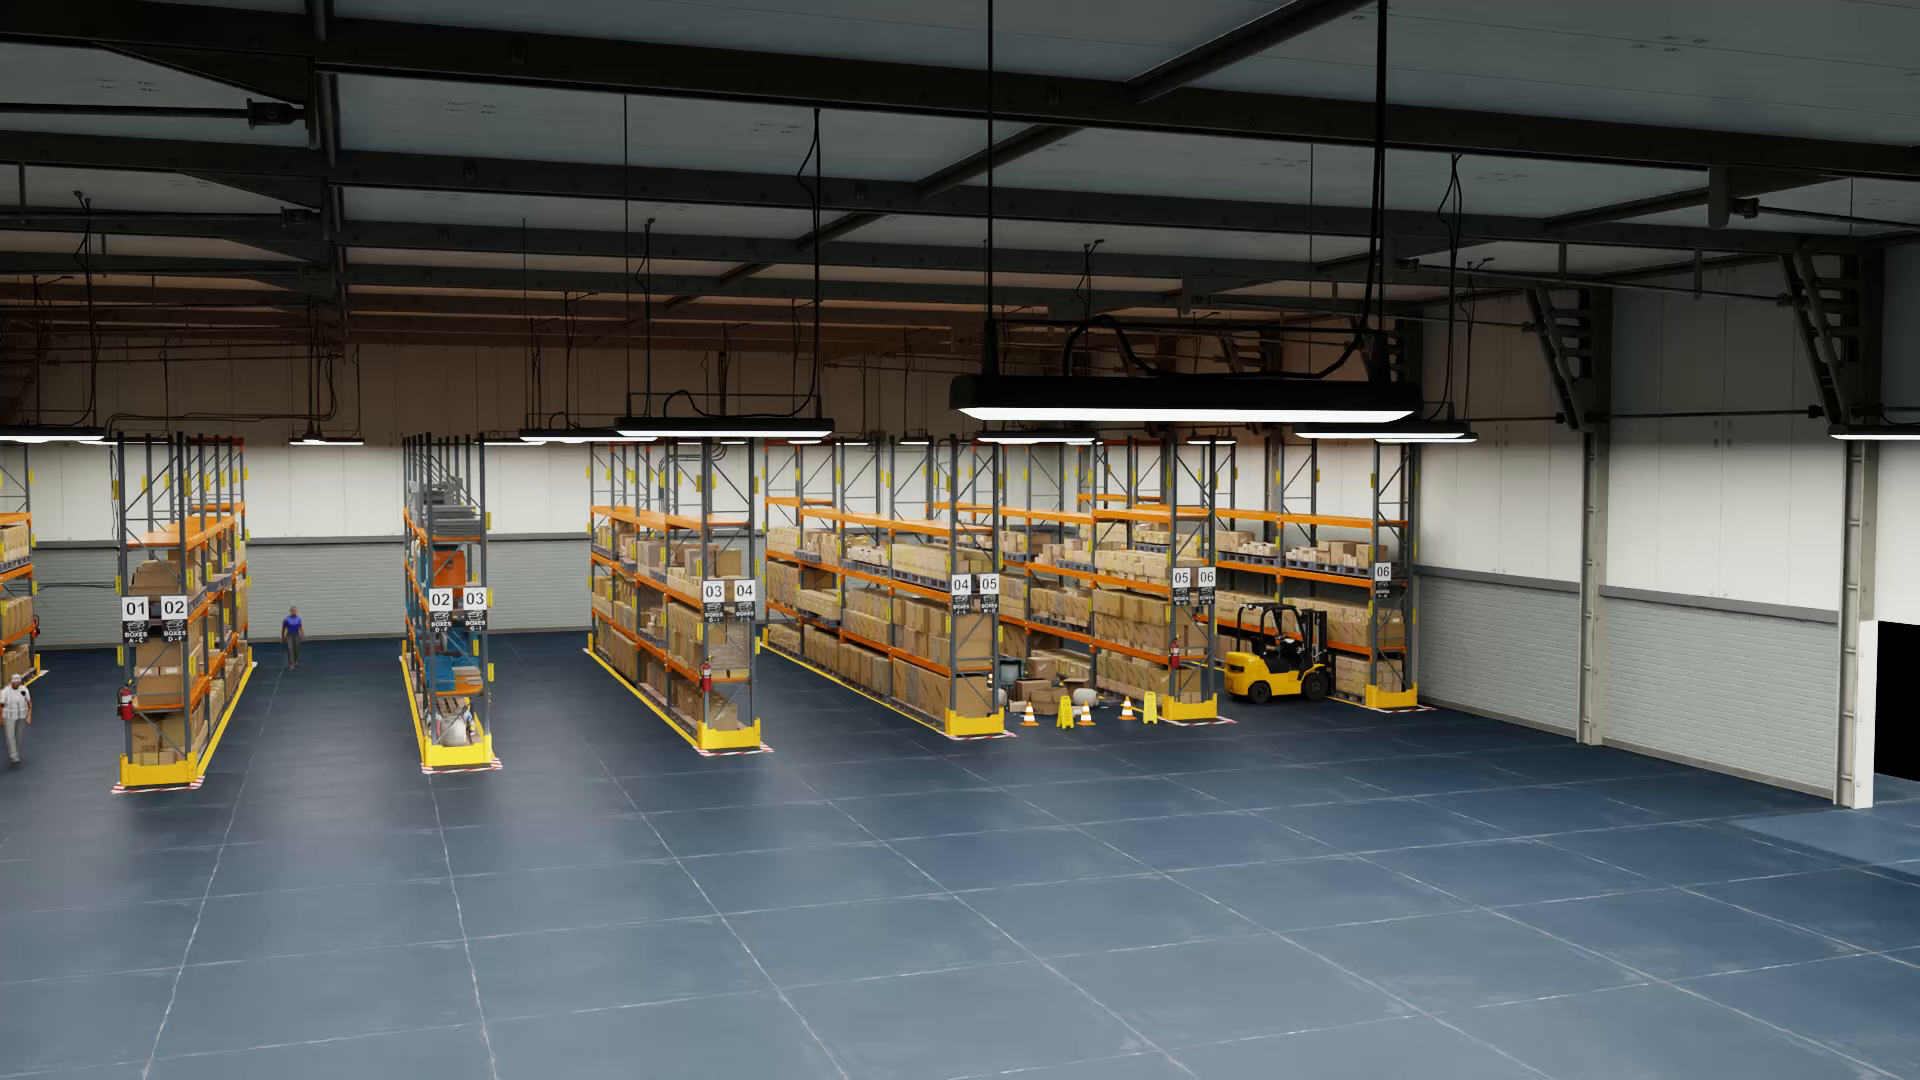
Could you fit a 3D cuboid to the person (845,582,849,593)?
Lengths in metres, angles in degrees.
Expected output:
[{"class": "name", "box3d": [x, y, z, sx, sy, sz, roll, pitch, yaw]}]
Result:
[{"class": "person", "box3d": [-3.282, 2.030, 47.877, 0.633, 1.673, 0.639, -1, 3, -11]}]

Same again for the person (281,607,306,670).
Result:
[{"class": "person", "box3d": [-17.256, 2.520, 43.044, 0.561, 1.595, 1.021, -2, 4, -27]}]

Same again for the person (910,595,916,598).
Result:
[{"class": "person", "box3d": [-1.246, 2.391, 44.592, 0.572, 1.814, 0.624, -2, 4, -31]}]

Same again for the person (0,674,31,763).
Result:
[{"class": "person", "box3d": [-17.131, 3.223, 30.172, 1.048, 1.600, 0.515, 2, 4, 38]}]
